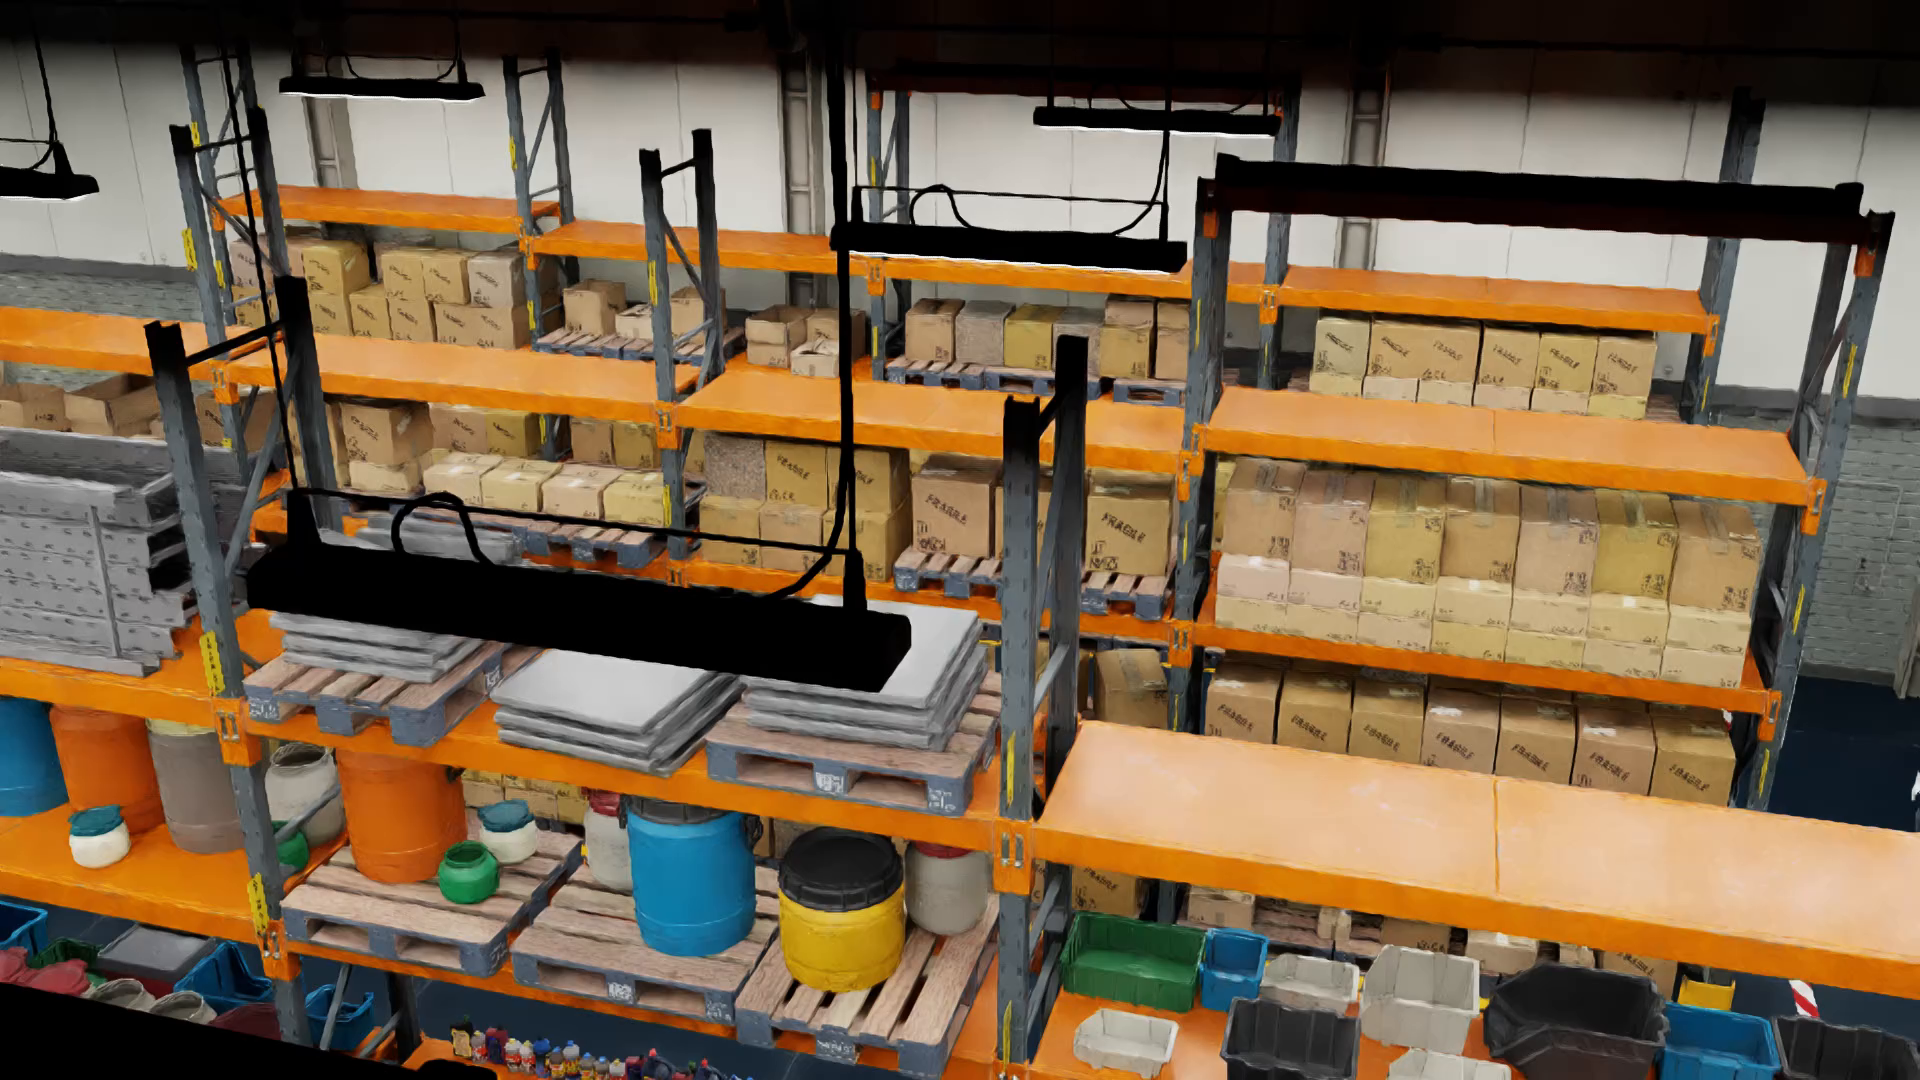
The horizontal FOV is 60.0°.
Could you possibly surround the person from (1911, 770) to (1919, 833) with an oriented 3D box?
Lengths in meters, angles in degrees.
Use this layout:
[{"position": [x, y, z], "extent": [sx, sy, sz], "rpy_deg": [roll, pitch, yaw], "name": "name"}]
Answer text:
[{"position": [8.131, 2.032, 13.736], "extent": [0.471, 1.668, 0.666], "rpy_deg": [-12, 25, -26], "name": "person"}]
